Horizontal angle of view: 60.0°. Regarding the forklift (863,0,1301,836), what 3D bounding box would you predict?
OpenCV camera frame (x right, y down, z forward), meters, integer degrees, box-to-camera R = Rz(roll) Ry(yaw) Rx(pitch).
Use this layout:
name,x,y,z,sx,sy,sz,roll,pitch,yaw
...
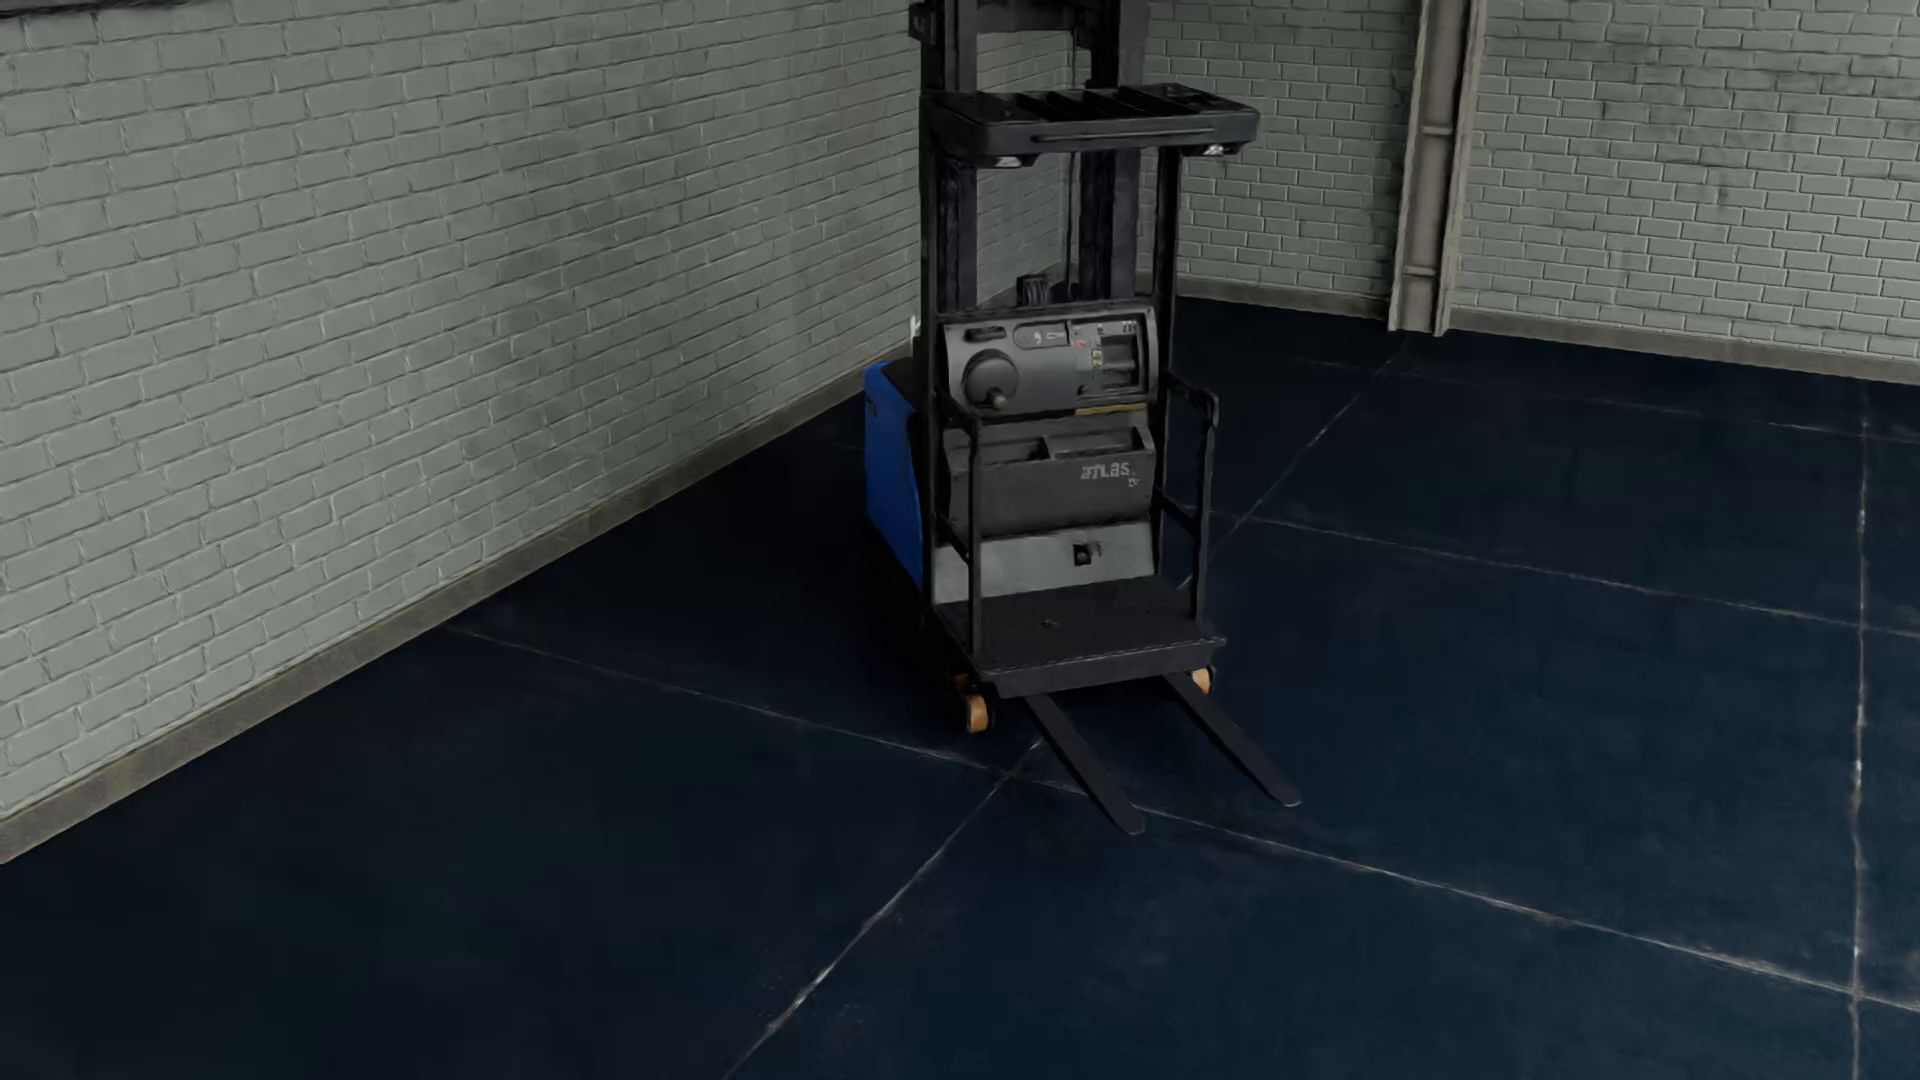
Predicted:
name,x,y,z,sx,sy,sz,roll,pitch,yaw
forklift,0.449,-0.725,6.710,1.130,2.935,3.031,-7,24,-16

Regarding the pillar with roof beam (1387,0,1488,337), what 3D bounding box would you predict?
name,x,y,z,sx,sy,sz,roll,pitch,yaw
pillar with roof beam,1.493,-4.221,7.176,0.400,9.000,9.100,11,25,25

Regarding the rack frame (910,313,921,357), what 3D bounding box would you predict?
name,x,y,z,sx,sy,sz,roll,pitch,yaw
rack frame,-0.213,-0.629,8.696,0.015,1.200,0.240,6,24,13

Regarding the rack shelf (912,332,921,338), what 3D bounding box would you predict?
name,x,y,z,sx,sy,sz,roll,pitch,yaw
rack shelf,0.023,-0.988,8.477,0.480,0.148,0.258,6,24,13

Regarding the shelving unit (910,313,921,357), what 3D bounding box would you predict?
name,x,y,z,sx,sy,sz,roll,pitch,yaw
shelving unit,0.023,-0.605,8.639,0.503,1.200,0.258,6,24,13
